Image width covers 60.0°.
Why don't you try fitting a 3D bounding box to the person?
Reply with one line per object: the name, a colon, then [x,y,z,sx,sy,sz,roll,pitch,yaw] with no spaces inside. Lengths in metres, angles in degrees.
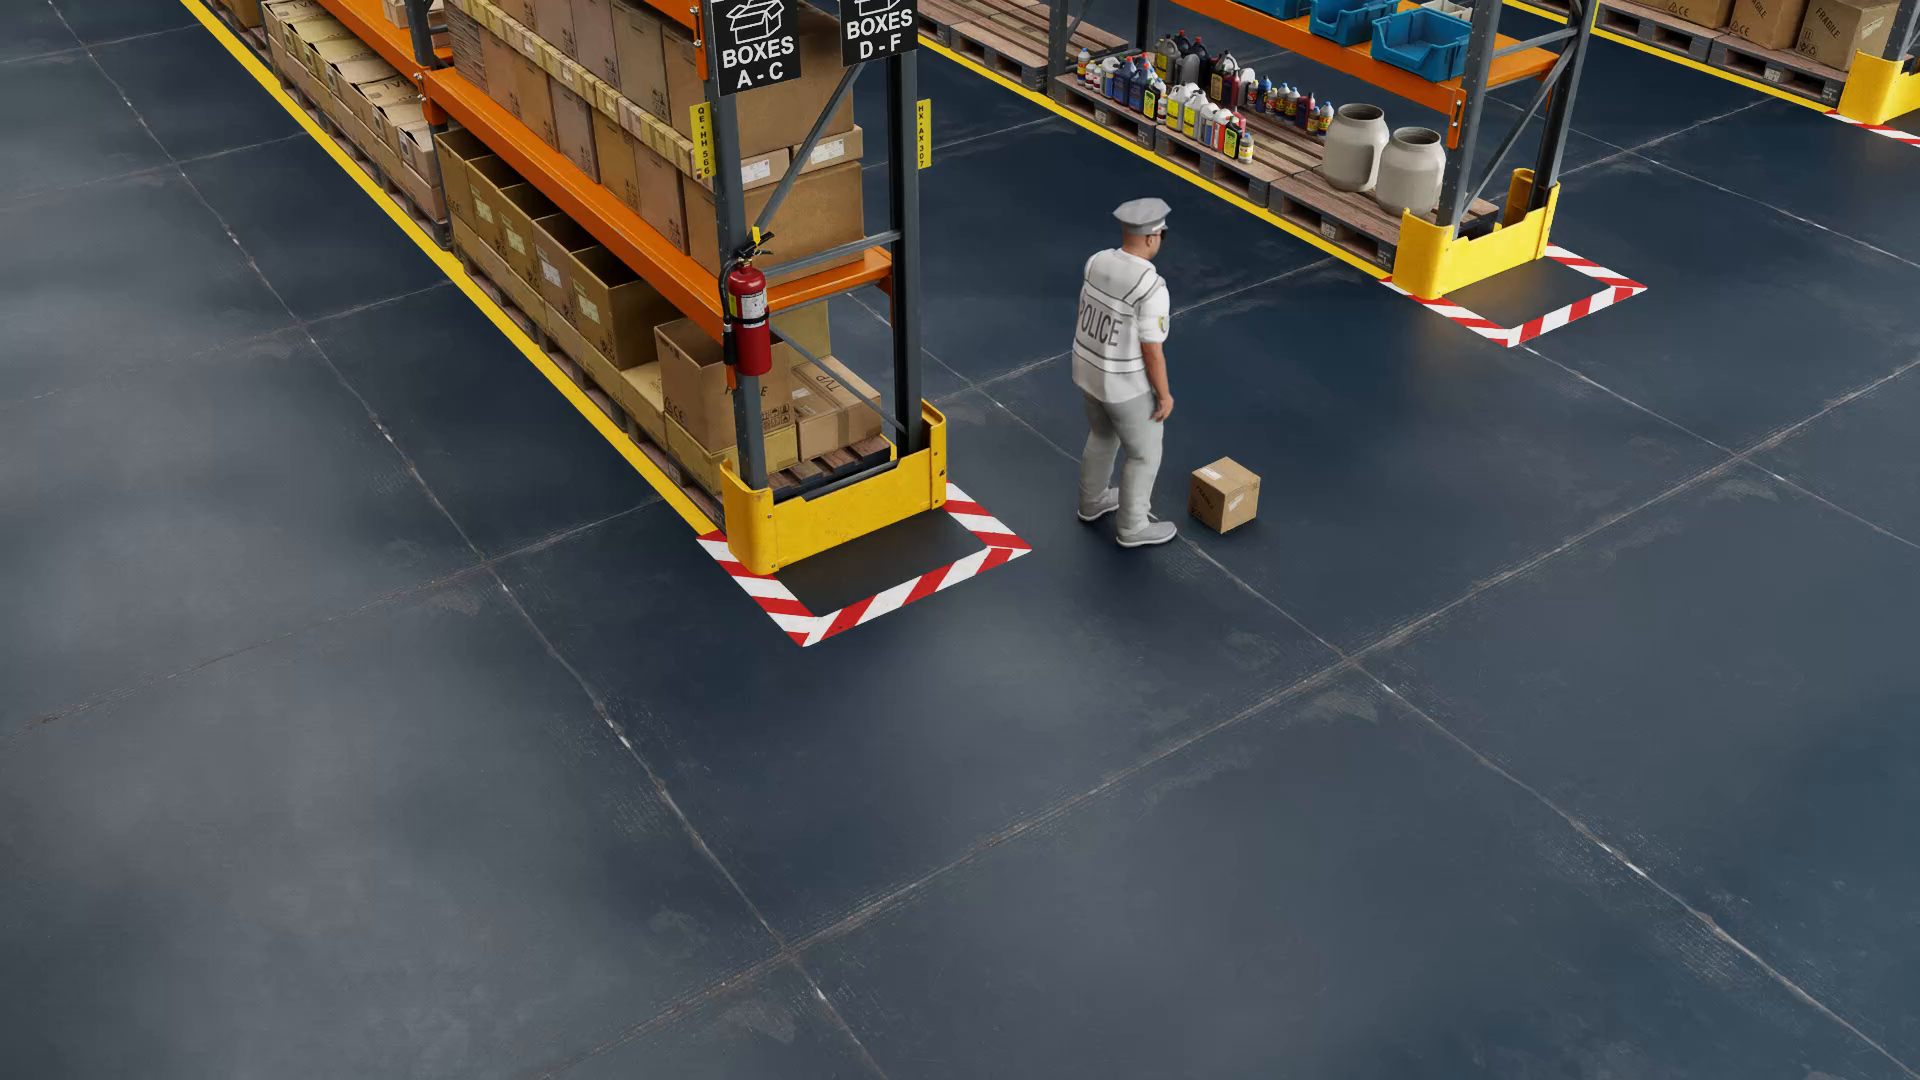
person: [0.788,-0.791,8.079,0.438,1.748,0.584,-22,42,-28]
